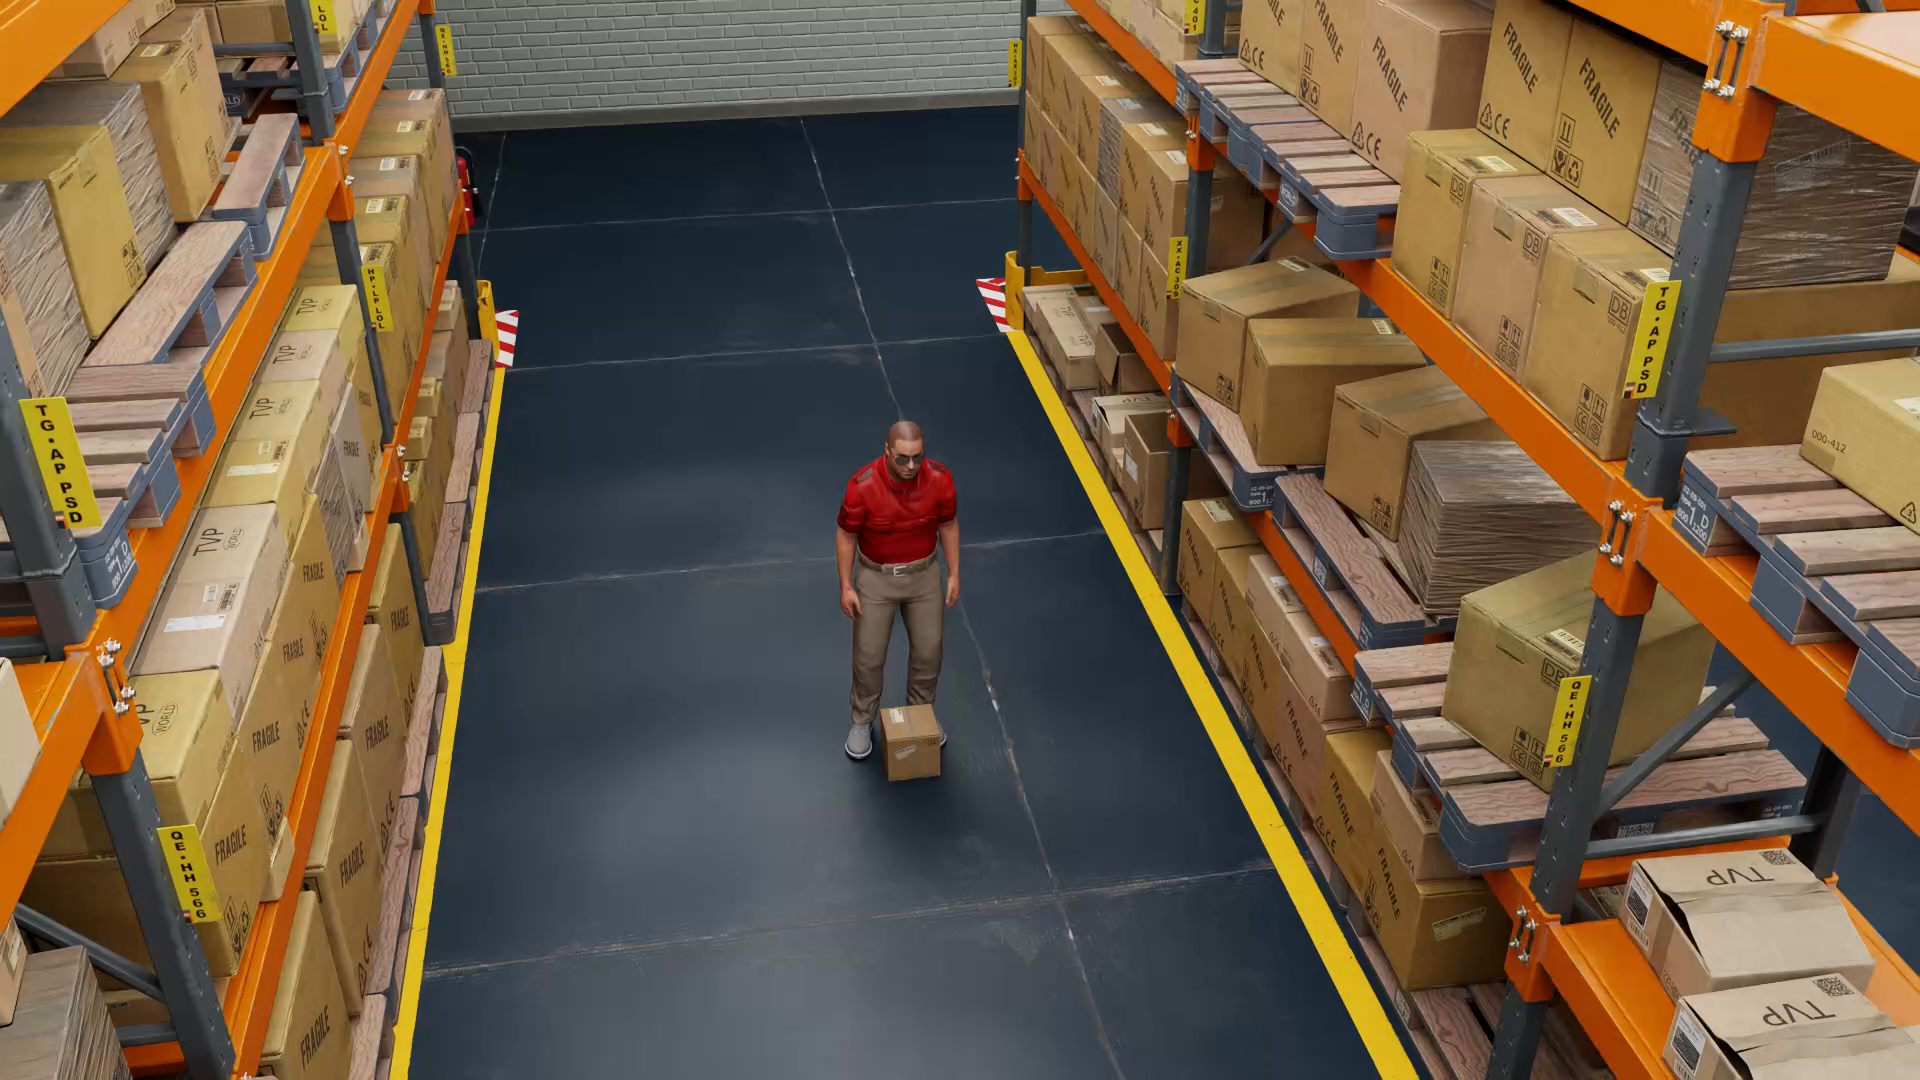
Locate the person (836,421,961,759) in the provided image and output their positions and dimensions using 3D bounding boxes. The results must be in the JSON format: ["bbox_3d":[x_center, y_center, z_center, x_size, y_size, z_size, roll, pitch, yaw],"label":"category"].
[{"bbox_3d":[-0.286,0.204,7.805,0.605,1.726,0.393,-7,31,-12],"label":"person"}]
